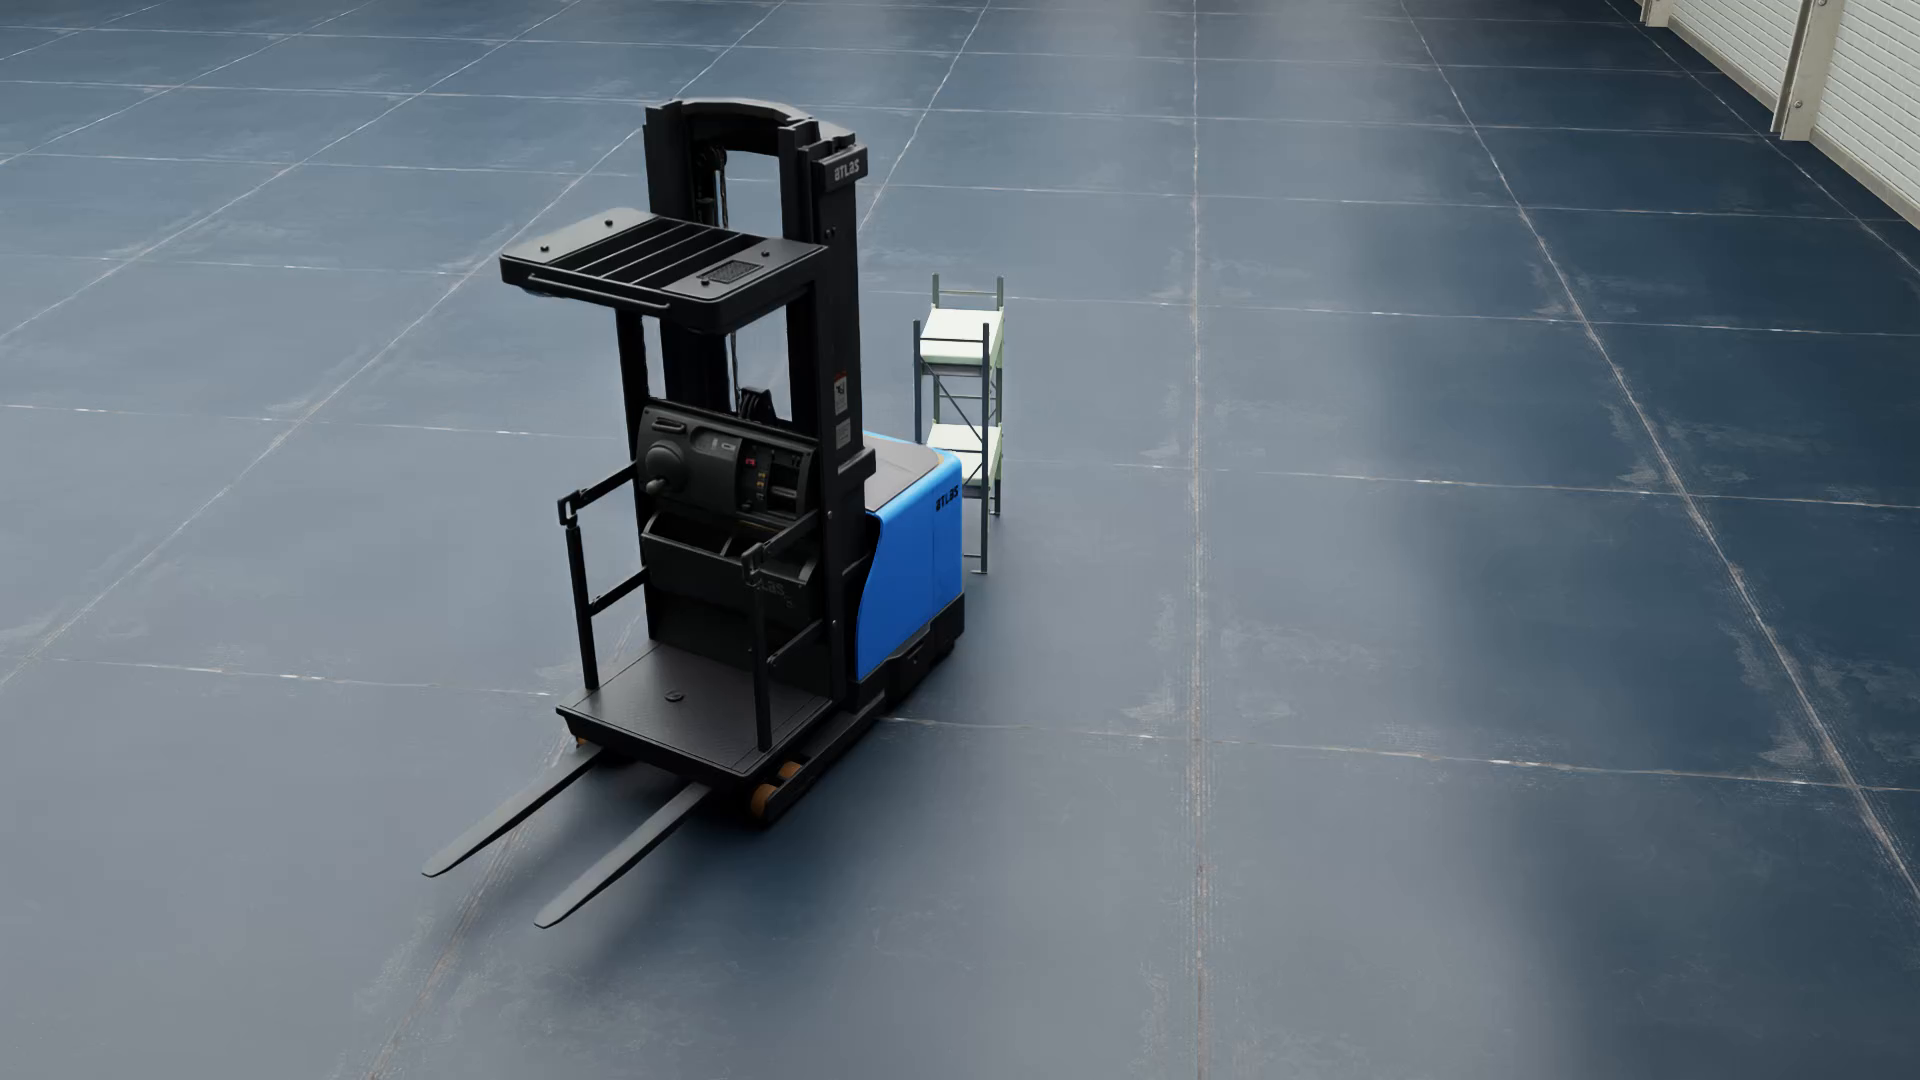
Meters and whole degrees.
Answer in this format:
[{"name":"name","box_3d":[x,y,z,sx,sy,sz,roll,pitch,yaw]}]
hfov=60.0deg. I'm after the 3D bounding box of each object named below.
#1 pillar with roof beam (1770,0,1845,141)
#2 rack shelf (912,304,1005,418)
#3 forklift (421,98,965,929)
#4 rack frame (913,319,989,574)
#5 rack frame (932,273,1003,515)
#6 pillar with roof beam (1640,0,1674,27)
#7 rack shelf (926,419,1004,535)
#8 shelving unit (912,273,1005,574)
[{"name":"pillar with roof beam","box_3d":[4.607,-8.534,16.104,9.100,9.000,0.400,3,28,6]},{"name":"rack shelf","box_3d":[-0.001,-1.001,9.203,0.431,0.370,0.720,3,28,6]},{"name":"forklift","box_3d":[-1.149,-0.283,7.186,1.130,2.935,3.031,15,32,26]},{"name":"rack frame","box_3d":[-0.046,-0.485,9.069,0.400,1.500,0.023,3,28,6]},{"name":"rack frame","box_3d":[0.044,-0.829,9.708,0.400,1.500,0.023,3,28,6]},{"name":"pillar with roof beam","box_3d":[5.342,-11.359,21.346,9.100,9.000,0.400,3,28,6]},{"name":"rack shelf","box_3d":[-0.001,-0.370,9.543,0.431,0.370,0.720,3,28,6]},{"name":"shelving unit","box_3d":[-0.001,-0.657,9.388,0.431,1.500,0.755,3,28,6]}]
